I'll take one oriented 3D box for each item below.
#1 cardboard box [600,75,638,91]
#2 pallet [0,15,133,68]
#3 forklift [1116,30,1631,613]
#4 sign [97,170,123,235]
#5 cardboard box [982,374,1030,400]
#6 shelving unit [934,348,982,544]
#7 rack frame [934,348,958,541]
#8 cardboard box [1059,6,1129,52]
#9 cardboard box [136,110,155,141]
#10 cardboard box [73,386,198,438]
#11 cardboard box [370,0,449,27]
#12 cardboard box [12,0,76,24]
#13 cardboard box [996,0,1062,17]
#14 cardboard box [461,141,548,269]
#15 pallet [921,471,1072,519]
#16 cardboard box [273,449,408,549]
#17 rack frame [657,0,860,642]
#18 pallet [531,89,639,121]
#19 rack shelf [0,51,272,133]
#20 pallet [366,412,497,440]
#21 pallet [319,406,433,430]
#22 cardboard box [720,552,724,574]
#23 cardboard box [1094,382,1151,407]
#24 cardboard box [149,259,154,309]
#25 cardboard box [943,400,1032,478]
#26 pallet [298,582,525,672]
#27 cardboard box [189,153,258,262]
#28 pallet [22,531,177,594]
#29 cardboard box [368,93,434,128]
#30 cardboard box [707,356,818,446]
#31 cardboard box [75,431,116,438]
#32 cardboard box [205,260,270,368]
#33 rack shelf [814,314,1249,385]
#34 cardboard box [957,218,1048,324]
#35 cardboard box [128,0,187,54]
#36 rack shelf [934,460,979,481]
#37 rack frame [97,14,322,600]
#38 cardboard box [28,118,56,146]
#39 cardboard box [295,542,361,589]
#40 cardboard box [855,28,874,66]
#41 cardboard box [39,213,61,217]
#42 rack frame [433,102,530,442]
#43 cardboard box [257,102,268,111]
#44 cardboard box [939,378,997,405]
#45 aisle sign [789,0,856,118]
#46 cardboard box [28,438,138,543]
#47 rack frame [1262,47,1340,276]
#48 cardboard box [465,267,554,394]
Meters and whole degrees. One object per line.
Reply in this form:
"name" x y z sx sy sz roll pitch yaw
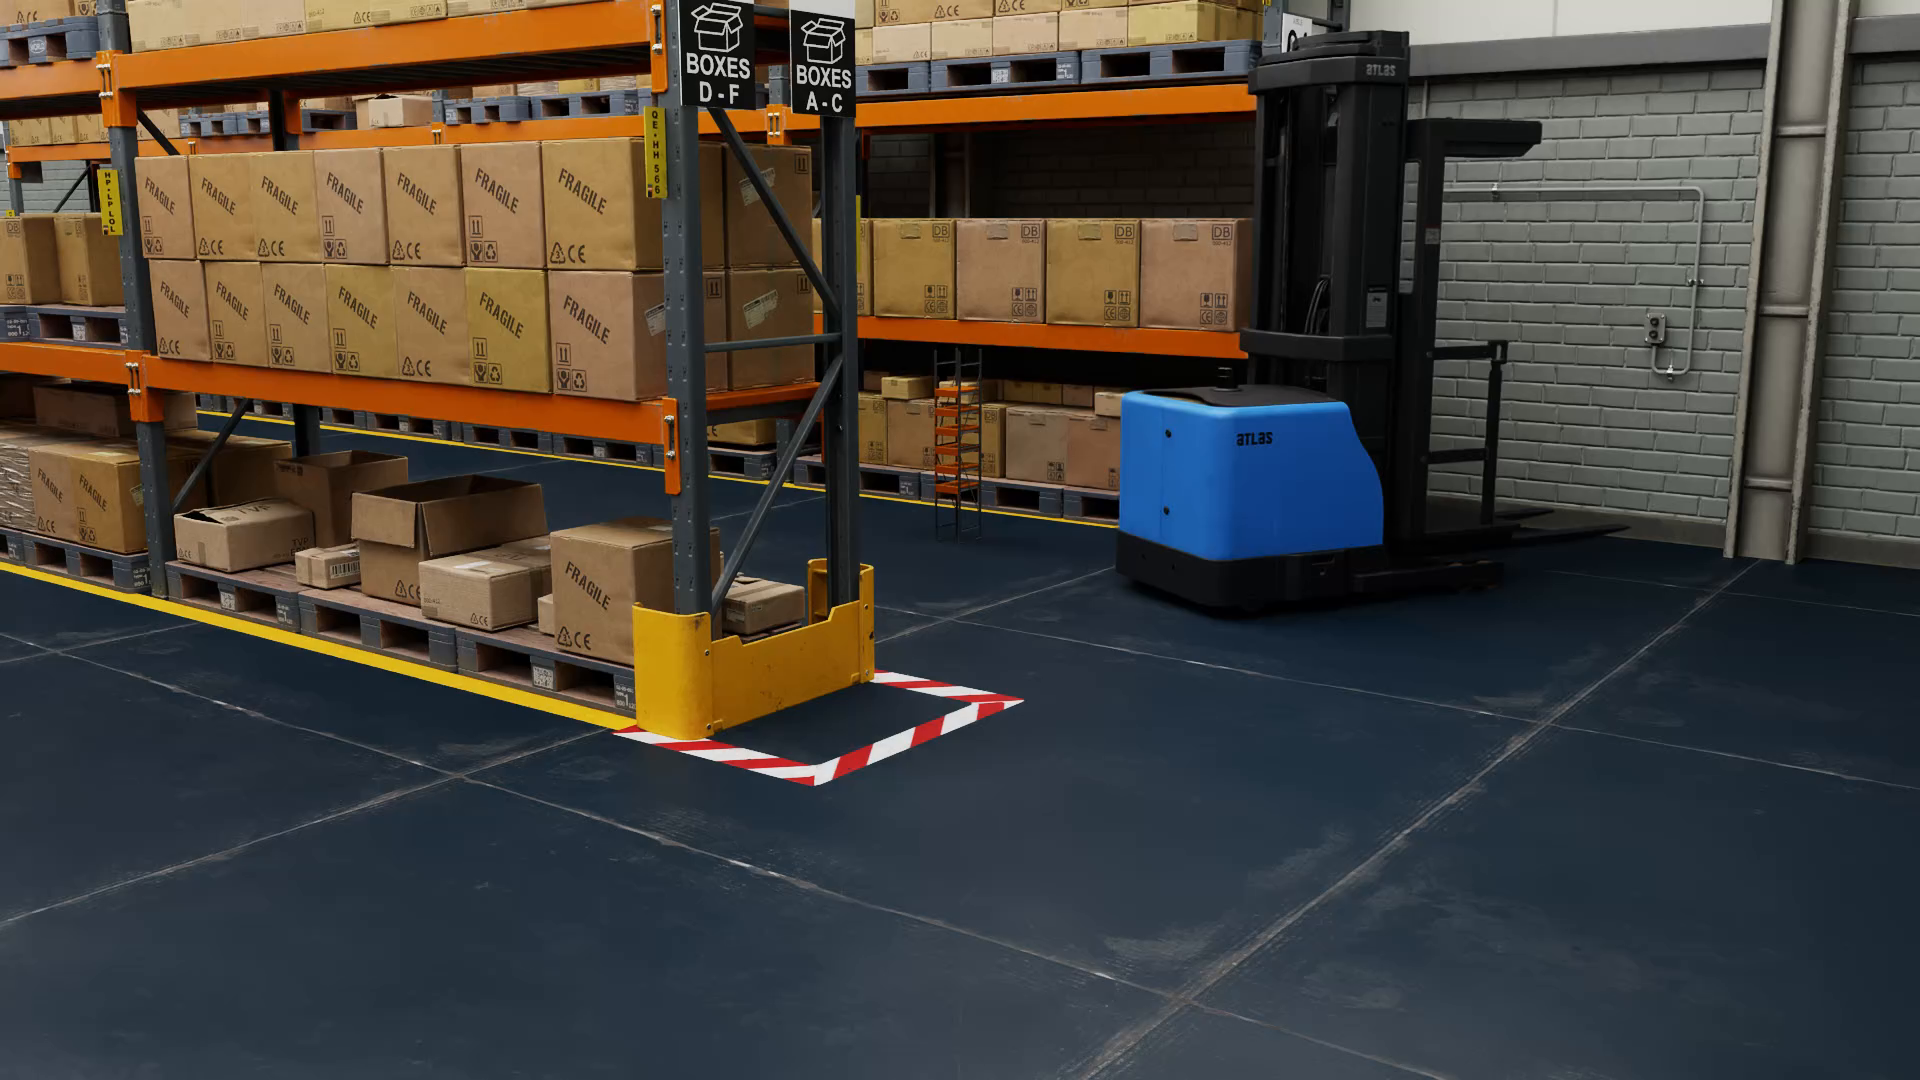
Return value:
"cardboard box" -2.567 -3.966 13.814 0.500 0.500 0.700 8 13 35
"pallet" -4.484 -2.699 9.183 1.003 0.211 1.213 8 13 36
"forklift" 2.425 -1.234 9.191 3.031 2.935 1.130 -5 12 -24
"sign" -4.325 -1.718 8.464 0.005 0.325 0.100 8 13 36
"cardboard box" 0.314 -1.121 12.194 0.250 0.149 0.380 8 14 36
"shelving unit" -0.012 -0.591 10.424 0.189 1.200 0.258 8 13 36
"rack frame" -0.085 -0.601 10.477 0.006 1.200 0.240 8 13 36
"cardboard box" 0.986 -3.298 10.810 0.500 0.250 0.500 7 13 33
"cardboard box" -8.472 -4.502 17.692 0.500 0.500 0.500 7 13 31
"cardboard box" -5.051 -0.796 10.195 0.500 0.250 0.500 8 14 36
"cardboard box" -2.153 -2.314 7.089 0.500 0.250 0.500 8 13 36
"cardboard box" -4.914 -3.151 9.393 0.600 0.600 0.600 8 13 35
"cardboard box" 0.580 -3.722 11.027 0.500 0.500 0.500 7 13 33
"cardboard box" -1.705 -1.390 6.920 0.500 0.500 0.500 8 14 37
"pallet" 0.484 -0.390 11.990 1.213 0.211 1.003 8 13 36
"cardboard box" -3.372 -0.203 9.104 0.500 0.500 0.500 8 13 36
"rack frame" -0.776 -0.785 6.691 0.127 3.000 1.000 8 13 36
"pallet" -2.841 -3.634 14.015 1.213 0.211 1.003 9 14 38
"rack shelf" -5.612 -2.579 9.961 4.000 0.370 1.077 8 13 36
"pallet" -4.923 -1.162 15.982 1.213 0.211 1.003 8 13 36
"pallet" -5.903 -1.300 16.691 1.213 0.211 1.003 8 13 36
"cardboard box" -1.449 0.188 7.741 0.500 0.250 0.500 8 13 36
"cardboard box" 1.139 -1.006 11.602 0.250 0.149 0.380 8 14 36
"cardboard box" -4.249 -1.578 9.418 0.500 0.500 0.700 3 11 16
"cardboard box" 0.287 -0.758 12.025 0.500 0.500 0.700 8 14 37
"pallet" -2.459 0.349 8.172 1.213 0.211 1.003 8 13 36
"cardboard box" -3.370 -1.621 8.115 0.500 0.500 0.500 7 13 34
"pallet" -4.678 0.049 9.723 1.213 0.211 1.003 8 13 36
"cardboard box" -5.035 -3.922 15.188 0.500 0.311 0.500 8 13 36
"cardboard box" -1.671 -1.198 13.376 0.750 0.750 0.750 8 14 36
"cardboard box" -5.080 -0.431 10.282 0.500 0.500 0.500 8 14 36
"cardboard box" -3.336 -1.128 8.199 0.500 0.500 0.500 8 14 37
"rack shelf" 0.542 -1.416 11.843 4.000 0.370 1.077 8 13 36
"cardboard box" 0.534 -1.914 11.737 0.700 0.700 0.980 7 13 33
"cardboard box" -3.754 -2.541 8.266 0.500 0.250 0.500 8 13 36
"rack shelf" -0.012 -0.429 10.455 0.180 0.103 0.258 8 13 36
"rack frame" -4.000 -1.235 9.015 0.127 3.000 1.000 8 13 36
"cardboard box" -10.209 -4.733 18.882 0.500 0.500 0.500 9 14 39
"cardboard box" -3.086 0.116 8.333 0.250 0.166 0.380 8 13 36
"cardboard box" -0.670 -3.530 12.007 0.500 0.250 0.500 8 13 35
"cardboard box" -10.143 -3.490 19.042 0.500 0.500 0.500 8 14 36
"rack frame" -4.295 -2.443 15.262 0.127 3.000 1.000 8 13 36
"cardboard box" -6.629 -4.385 16.531 0.500 0.311 0.500 8 14 37
"cardboard box" 0.060 -1.066 11.911 0.250 0.149 0.380 7 13 34
"aisle sign" -0.547 -2.099 6.636 0.004 0.787 0.394 8 13 36
"cardboard box" -4.960 -0.292 9.565 0.500 0.500 0.500 8 14 36
"rack frame" 2.154 -1.544 10.613 0.127 3.000 1.000 8 13 36
"cardboard box" -1.718 -0.901 7.025 0.500 0.500 0.500 8 14 36
